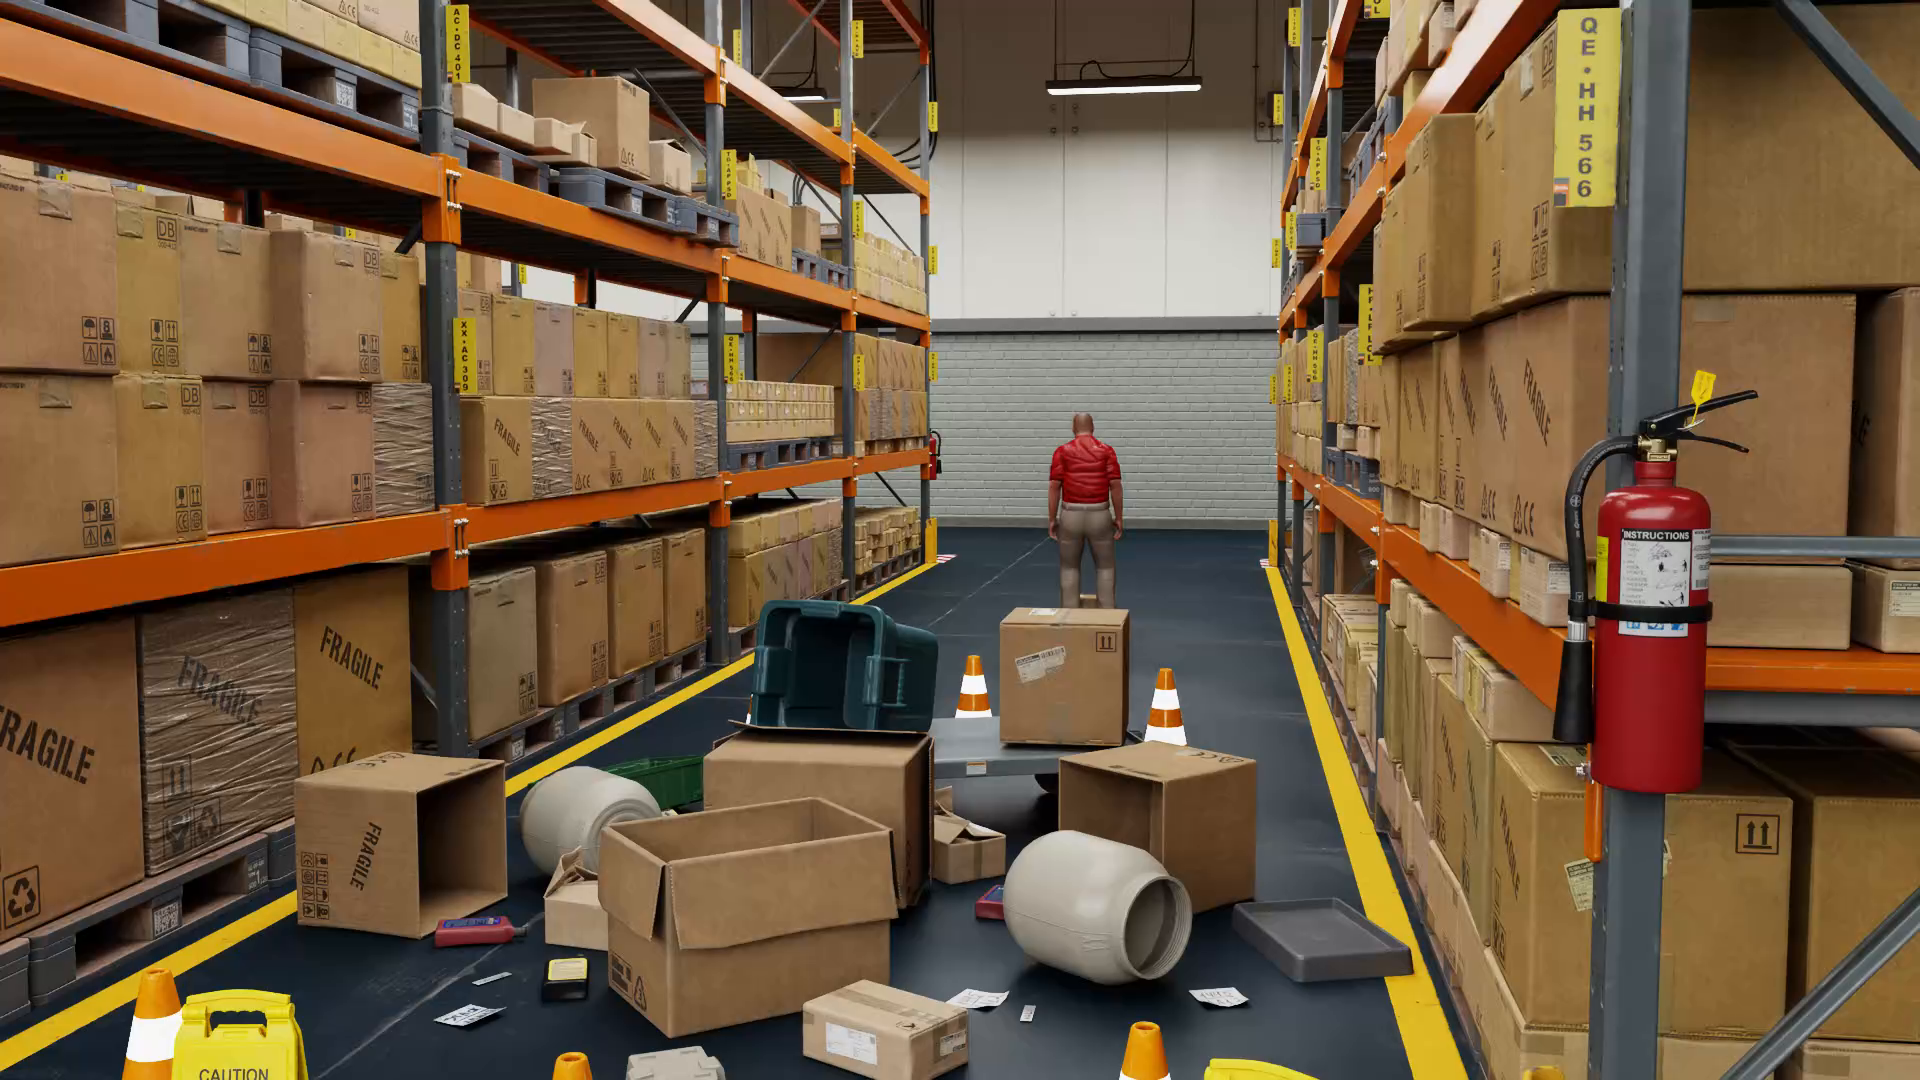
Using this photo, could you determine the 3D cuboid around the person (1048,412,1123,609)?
[{"bbox_3d":[0.986,-0.138,13.015,0.594,1.725,0.390,0,4,6],"label":"person"}]
